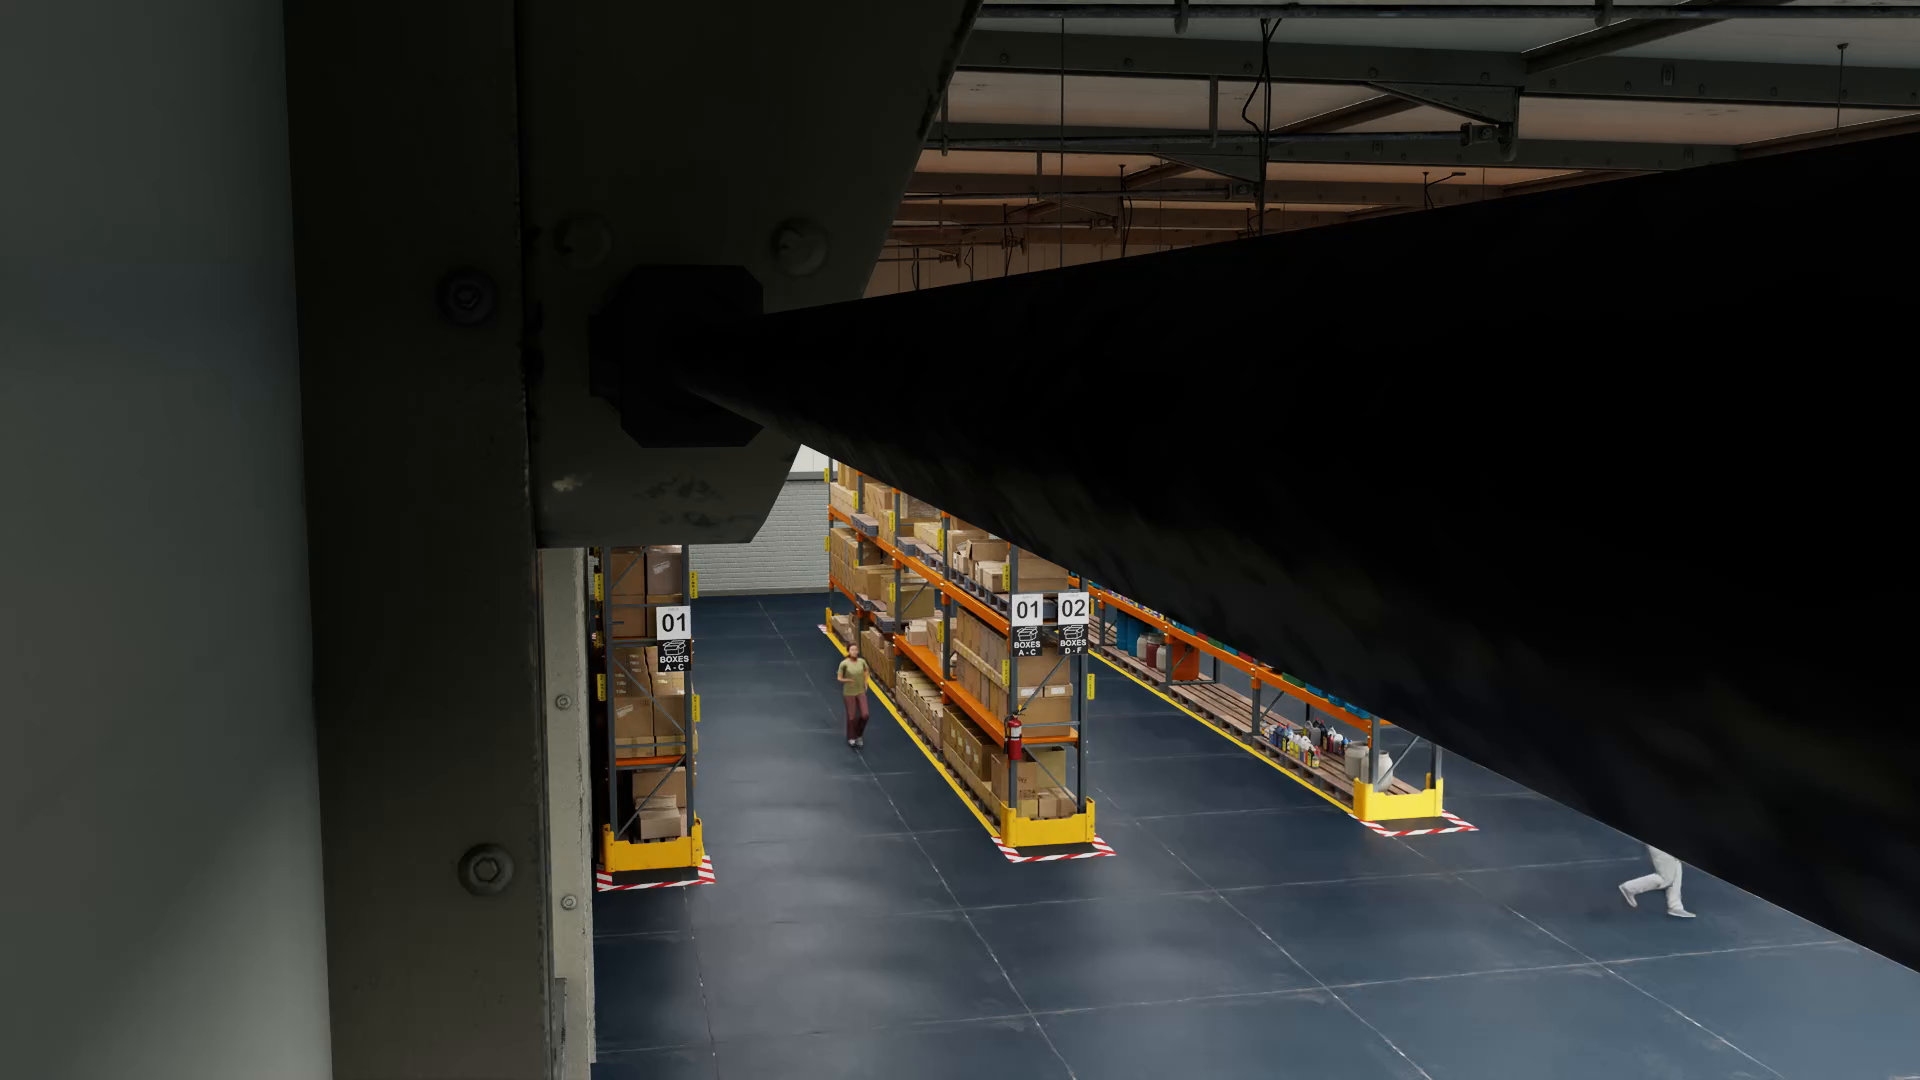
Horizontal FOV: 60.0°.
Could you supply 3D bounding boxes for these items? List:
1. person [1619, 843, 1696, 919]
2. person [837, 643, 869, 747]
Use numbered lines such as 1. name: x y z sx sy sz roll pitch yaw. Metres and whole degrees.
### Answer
1. person: 7.697 3.358 18.299 0.849 1.649 0.607 1 7 9
2. person: -1.635 2.428 25.987 0.562 1.656 0.595 -2 7 -19
